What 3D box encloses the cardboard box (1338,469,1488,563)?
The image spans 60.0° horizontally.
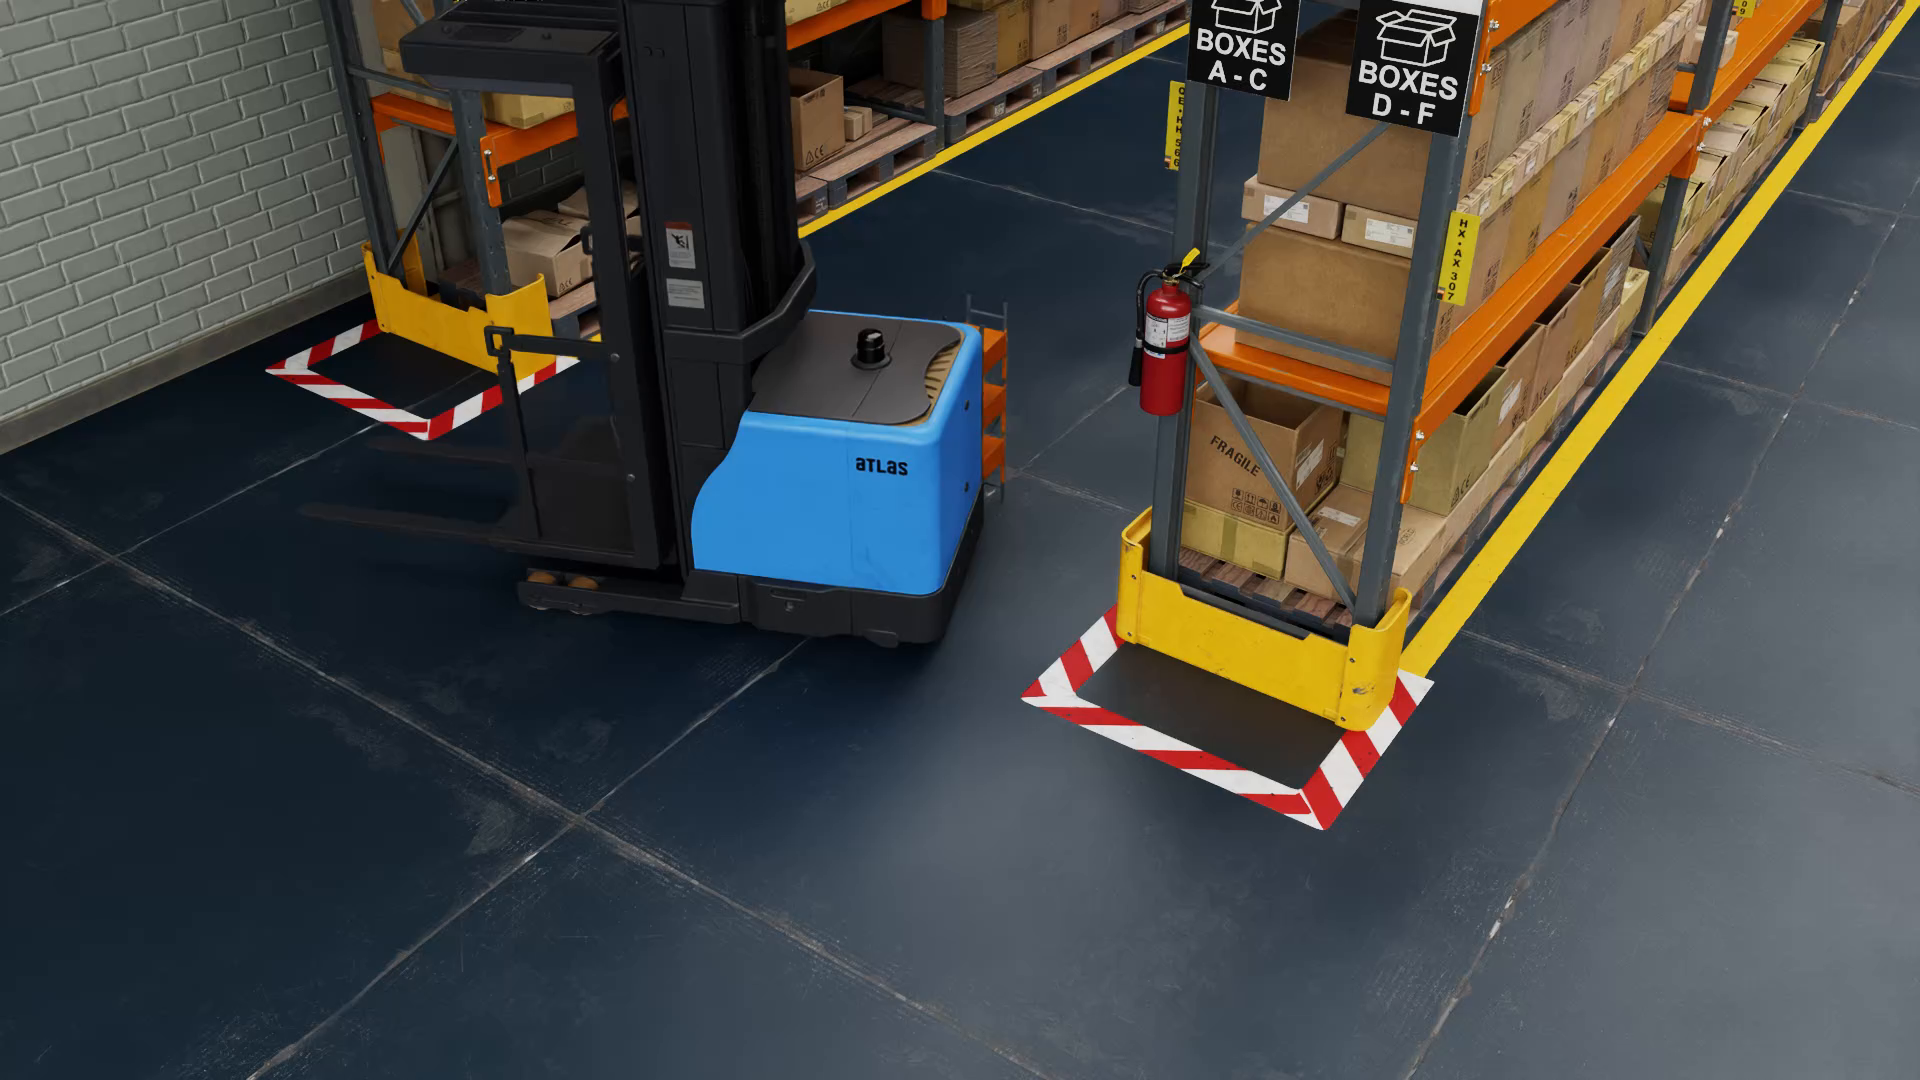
[{"bbox_3d":[2.007,-0.184,7.424,0.500,0.250,0.500,21,39,28],"label":"cardboard box"}]

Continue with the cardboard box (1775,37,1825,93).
[{"bbox_3d":[5.702,-3.371,11.637,0.500,0.311,0.500,22,40,29],"label":"cardboard box"}]

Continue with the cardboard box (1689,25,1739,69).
[{"bbox_3d":[4.191,-2.821,9.469,0.380,0.149,0.250,21,39,28],"label":"cardboard box"}]

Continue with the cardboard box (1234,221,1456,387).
[{"bbox_3d":[1.513,-0.994,6.454,0.700,0.500,0.500,21,39,28],"label":"cardboard box"}]

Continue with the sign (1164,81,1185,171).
[{"bbox_3d":[0.799,-1.500,6.045,0.100,0.325,0.005,21,39,28],"label":"sign"}]

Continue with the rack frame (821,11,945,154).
[{"bbox_3d":[-0.554,-4.164,11.229,1.000,3.000,0.127,21,39,28],"label":"rack frame"}]

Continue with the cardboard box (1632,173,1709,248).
[{"bbox_3d":[3.958,-1.961,9.551,0.500,0.311,0.500,21,40,28],"label":"cardboard box"}]

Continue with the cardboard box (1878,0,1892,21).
[{"bbox_3d":[7.458,-4.637,13.768,0.500,0.500,0.500,22,40,29],"label":"cardboard box"}]

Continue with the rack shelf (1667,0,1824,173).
[{"bbox_3d":[4.658,-3.205,10.455,1.077,0.370,4.000,21,39,28],"label":"rack shelf"}]

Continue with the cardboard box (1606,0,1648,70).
[{"bbox_3d":[2.696,-2.492,7.511,0.700,0.500,0.500,21,39,28],"label":"cardboard box"}]

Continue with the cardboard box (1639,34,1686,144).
[{"bbox_3d":[3.270,-2.418,8.559,0.700,0.500,0.500,20,39,27],"label":"cardboard box"}]

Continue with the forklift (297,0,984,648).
[{"bbox_3d":[-1.461,-1.167,6.860,3.031,2.935,1.130,7,35,10],"label":"forklift"}]

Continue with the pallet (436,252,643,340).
[{"bbox_3d":[-2.299,-1.565,9.876,1.003,0.211,1.213,21,39,28],"label":"pallet"}]

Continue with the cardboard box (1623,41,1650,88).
[{"bbox_3d":[2.957,-2.232,7.704,0.380,0.149,0.250,21,39,28],"label":"cardboard box"}]

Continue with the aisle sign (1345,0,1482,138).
[{"bbox_3d":[1.451,-1.691,5.252,0.394,0.787,0.004,21,39,28],"label":"aisle sign"}]

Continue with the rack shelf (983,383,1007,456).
[{"bbox_3d":[0.068,-0.578,7.687,0.215,0.259,0.240,16,37,22],"label":"rack shelf"}]

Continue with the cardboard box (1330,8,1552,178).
[{"bbox_3d":[1.839,-1.800,6.487,0.700,0.500,0.500,20,39,27],"label":"cardboard box"}]

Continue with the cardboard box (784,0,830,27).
[{"bbox_3d":[-1.140,-3.332,10.115,0.500,0.250,0.500,21,39,28],"label":"cardboard box"}]

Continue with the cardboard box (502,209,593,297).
[{"bbox_3d":[-2.367,-1.681,9.565,0.500,0.311,0.500,17,37,23],"label":"cardboard box"}]

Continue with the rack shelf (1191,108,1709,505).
[{"bbox_3d":[2.377,-1.365,7.732,1.077,0.370,4.000,21,39,28],"label":"rack shelf"}]

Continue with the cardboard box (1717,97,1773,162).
[{"bbox_3d":[4.833,-2.669,10.598,0.500,0.311,0.500,22,40,29],"label":"cardboard box"}]

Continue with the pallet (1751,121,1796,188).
[{"bbox_3d":[5.297,-2.902,11.853,1.003,0.211,1.213,21,39,28],"label":"pallet"}]

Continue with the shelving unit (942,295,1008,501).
[{"bbox_3d":[0.068,-0.587,7.681,0.215,1.050,0.252,16,37,22],"label":"shelving unit"}]

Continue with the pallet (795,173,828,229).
[{"bbox_3d":[-1.603,-2.124,10.703,1.003,0.211,1.213,21,39,28],"label":"pallet"}]

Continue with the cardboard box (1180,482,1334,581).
[{"bbox_3d":[1.300,-0.118,7.327,0.500,0.250,0.500,21,39,28],"label":"cardboard box"}]

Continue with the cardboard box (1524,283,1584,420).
[{"bbox_3d":[2.583,-0.953,7.892,0.500,0.500,0.500,21,39,28],"label":"cardboard box"}]

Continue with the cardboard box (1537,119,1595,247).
[{"bbox_3d":[2.394,-1.708,7.508,0.700,0.500,0.500,23,40,30],"label":"cardboard box"}]

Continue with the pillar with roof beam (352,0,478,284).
[{"bbox_3d":[0.390,-4.031,5.678,9.100,9.000,0.400,21,39,28],"label":"pillar with roof beam"}]

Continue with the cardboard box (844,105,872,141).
[{"bbox_3d":[-0.835,-2.916,11.521,0.380,0.166,0.250,16,37,22],"label":"cardboard box"}]

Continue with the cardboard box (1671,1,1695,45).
[{"bbox_3d":[3.396,-2.586,8.229,0.380,0.149,0.250,20,39,27],"label":"cardboard box"}]

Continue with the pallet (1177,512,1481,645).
[{"bbox_3d":[1.638,0.048,7.491,1.003,0.211,1.213,21,39,28],"label":"pallet"}]

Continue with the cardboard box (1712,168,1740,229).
[{"bbox_3d":[4.537,-2.199,10.403,0.500,0.250,0.500,20,39,27],"label":"cardboard box"}]

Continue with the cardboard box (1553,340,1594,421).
[{"bbox_3d":[2.866,-0.873,8.443,0.500,0.250,0.500,21,39,28],"label":"cardboard box"}]

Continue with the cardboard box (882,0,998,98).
[{"bbox_3d":[-0.148,-3.654,12.315,0.700,0.500,0.500,23,40,30],"label":"cardboard box"}]

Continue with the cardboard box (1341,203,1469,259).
[{"bbox_3d":[1.637,-1.164,6.125,0.380,0.149,0.250,21,39,28],"label":"cardboard box"}]

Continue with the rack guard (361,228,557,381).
[{"bbox_3d":[-2.792,-1.322,9.259,1.175,0.500,0.348,21,39,28],"label":"rack guard"}]

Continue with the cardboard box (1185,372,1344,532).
[{"bbox_3d":[1.298,-0.430,7.118,0.500,0.500,0.500,21,39,28],"label":"cardboard box"}]

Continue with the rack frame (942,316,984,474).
[{"bbox_3d":[0.013,-0.526,7.591,0.200,1.050,0.008,16,37,22],"label":"rack frame"}]

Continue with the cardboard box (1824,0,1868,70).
[{"bbox_3d":[6.586,-3.932,12.725,0.500,0.500,0.500,20,39,27],"label":"cardboard box"}]

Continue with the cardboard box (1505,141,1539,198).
[{"bbox_3d":[2.075,-1.516,6.646,0.380,0.149,0.250,21,39,28],"label":"cardboard box"}]

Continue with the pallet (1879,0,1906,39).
[{"bbox_3d":[7.646,-4.723,14.546,1.003,0.211,1.213,21,39,28],"label":"pallet"}]

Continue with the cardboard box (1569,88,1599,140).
[{"bbox_3d":[2.514,-1.871,7.171,0.380,0.149,0.250,22,40,29],"label":"cardboard box"}]

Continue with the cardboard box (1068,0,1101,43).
[{"bbox_3d":[0.710,-4.366,13.366,0.700,0.500,0.500,21,39,28],"label":"cardboard box"}]

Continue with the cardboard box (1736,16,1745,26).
[{"bbox_3d":[4.555,-3.446,10.078,0.500,0.500,0.500,21,39,28],"label":"cardboard box"}]

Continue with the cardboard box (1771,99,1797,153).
[{"bbox_3d":[5.408,-2.900,11.441,0.500,0.250,0.500,21,39,28],"label":"cardboard box"}]
